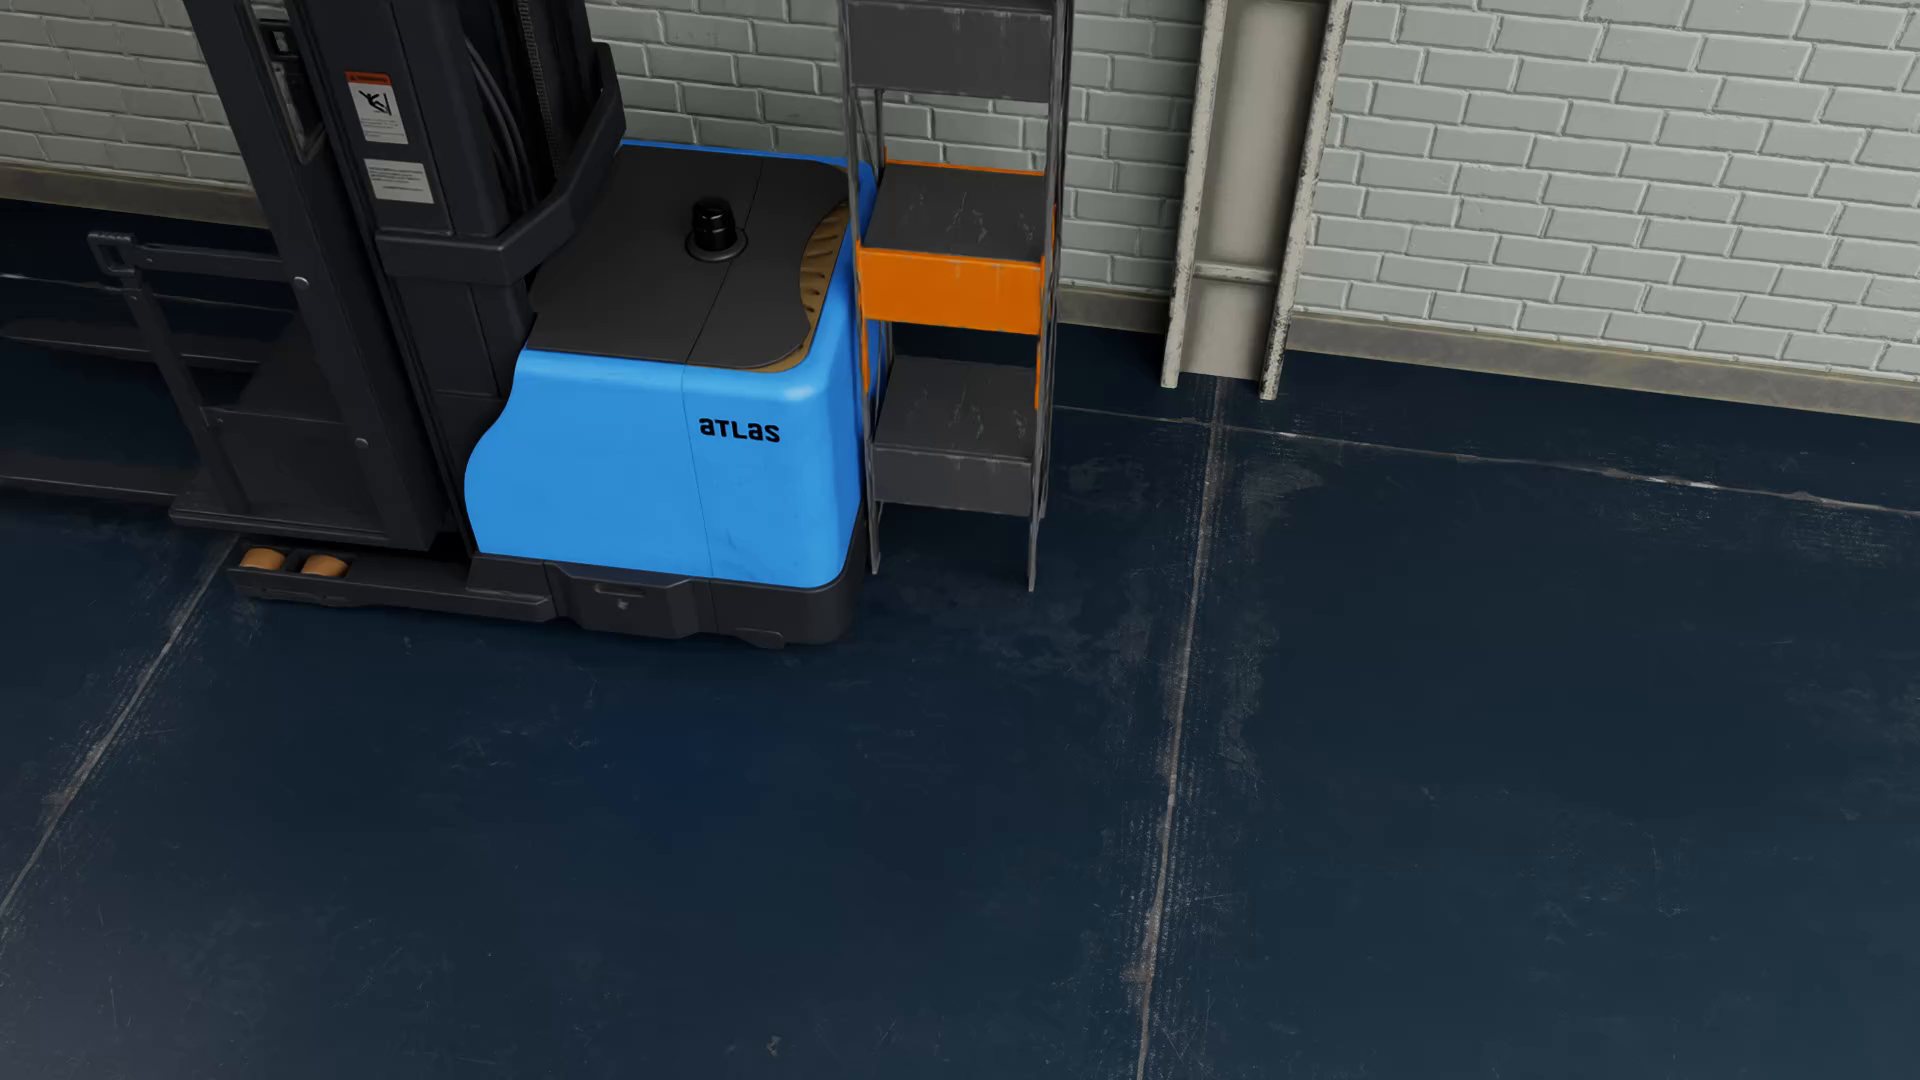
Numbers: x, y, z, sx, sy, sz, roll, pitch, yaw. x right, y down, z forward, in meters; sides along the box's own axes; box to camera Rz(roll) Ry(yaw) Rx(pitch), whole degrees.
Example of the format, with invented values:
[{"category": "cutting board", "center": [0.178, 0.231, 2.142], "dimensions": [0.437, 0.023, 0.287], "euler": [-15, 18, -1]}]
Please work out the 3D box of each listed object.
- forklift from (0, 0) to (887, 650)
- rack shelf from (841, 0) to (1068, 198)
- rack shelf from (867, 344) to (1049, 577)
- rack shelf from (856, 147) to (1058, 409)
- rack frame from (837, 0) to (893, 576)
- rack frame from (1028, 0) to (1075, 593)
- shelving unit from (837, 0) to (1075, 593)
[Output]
[{"category": "forklift", "center": [-1.762, -1.160, 4.322], "dimensions": [3.031, 2.935, 1.130], "euler": [6, 48, 5]}, {"category": "rack shelf", "center": [0.004, -1.173, 3.969], "dimensions": [0.480, 0.518, 0.431], "euler": [6, 48, 5]}, {"category": "rack shelf", "center": [0.004, -0.237, 5.011], "dimensions": [0.480, 0.518, 0.431], "euler": [6, 48, 5]}, {"category": "rack shelf", "center": [0.004, -0.705, 4.490], "dimensions": [0.480, 0.518, 0.431], "euler": [6, 48, 5]}, {"category": "rack frame", "center": [-0.238, -0.740, 4.503], "dimensions": [0.015, 2.100, 0.400], "euler": [6, 48, 5]}, {"category": "rack frame", "center": [0.245, -0.688, 4.457], "dimensions": [0.015, 2.100, 0.400], "euler": [6, 48, 5]}, {"category": "shelving unit", "center": [0.004, -0.714, 4.480], "dimensions": [0.503, 2.100, 0.431], "euler": [6, 48, 5]}]
